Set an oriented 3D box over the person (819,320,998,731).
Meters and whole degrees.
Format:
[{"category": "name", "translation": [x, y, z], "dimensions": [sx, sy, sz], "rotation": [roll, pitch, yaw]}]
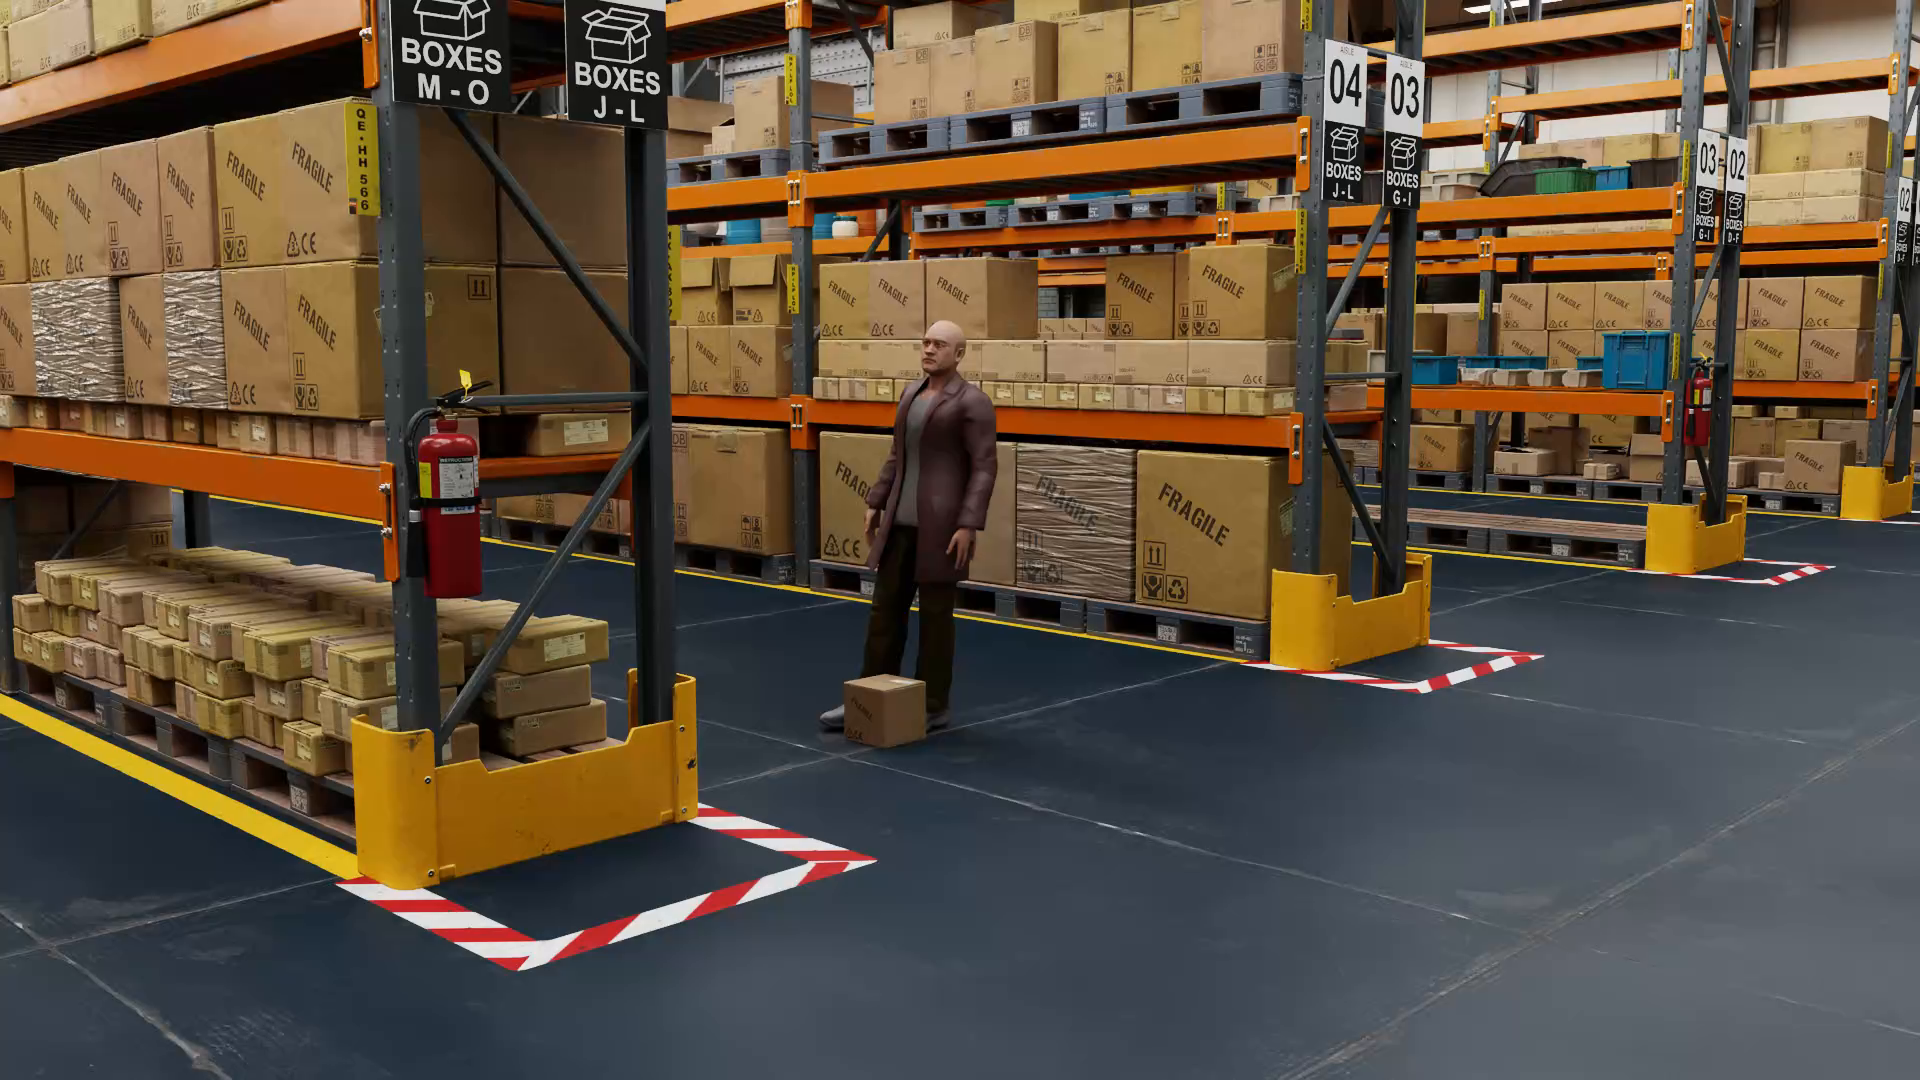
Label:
[{"category": "person", "translation": [-0.208, -0.054, 7.182], "dimensions": [0.695, 1.775, 0.577], "rotation": [7, 10, 43]}]
